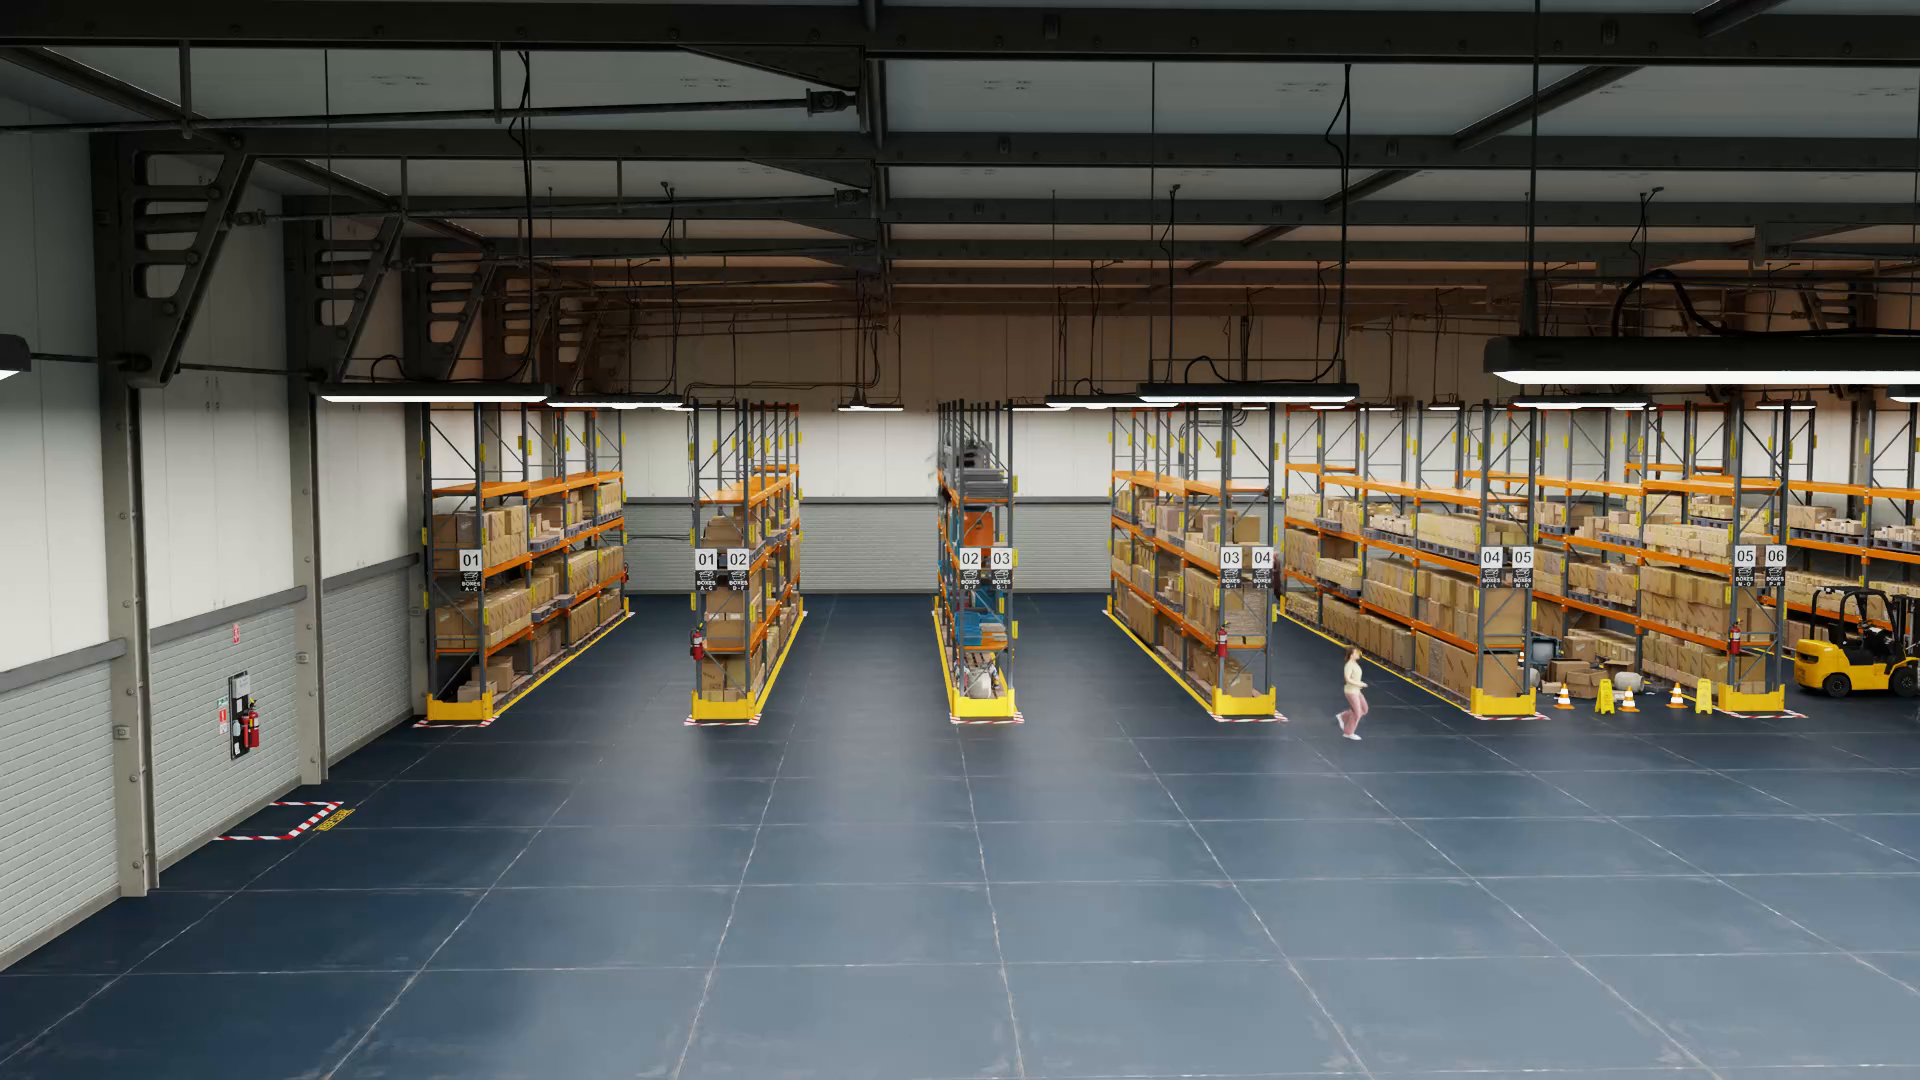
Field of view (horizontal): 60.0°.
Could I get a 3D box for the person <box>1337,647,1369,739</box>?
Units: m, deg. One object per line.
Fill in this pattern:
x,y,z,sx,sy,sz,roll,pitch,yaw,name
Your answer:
6.912,2.687,29.296,0.560,1.634,0.617,2,5,25,person

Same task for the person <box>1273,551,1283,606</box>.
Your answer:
9.341,1.265,49.027,0.760,1.559,0.876,-1,4,-7,person
